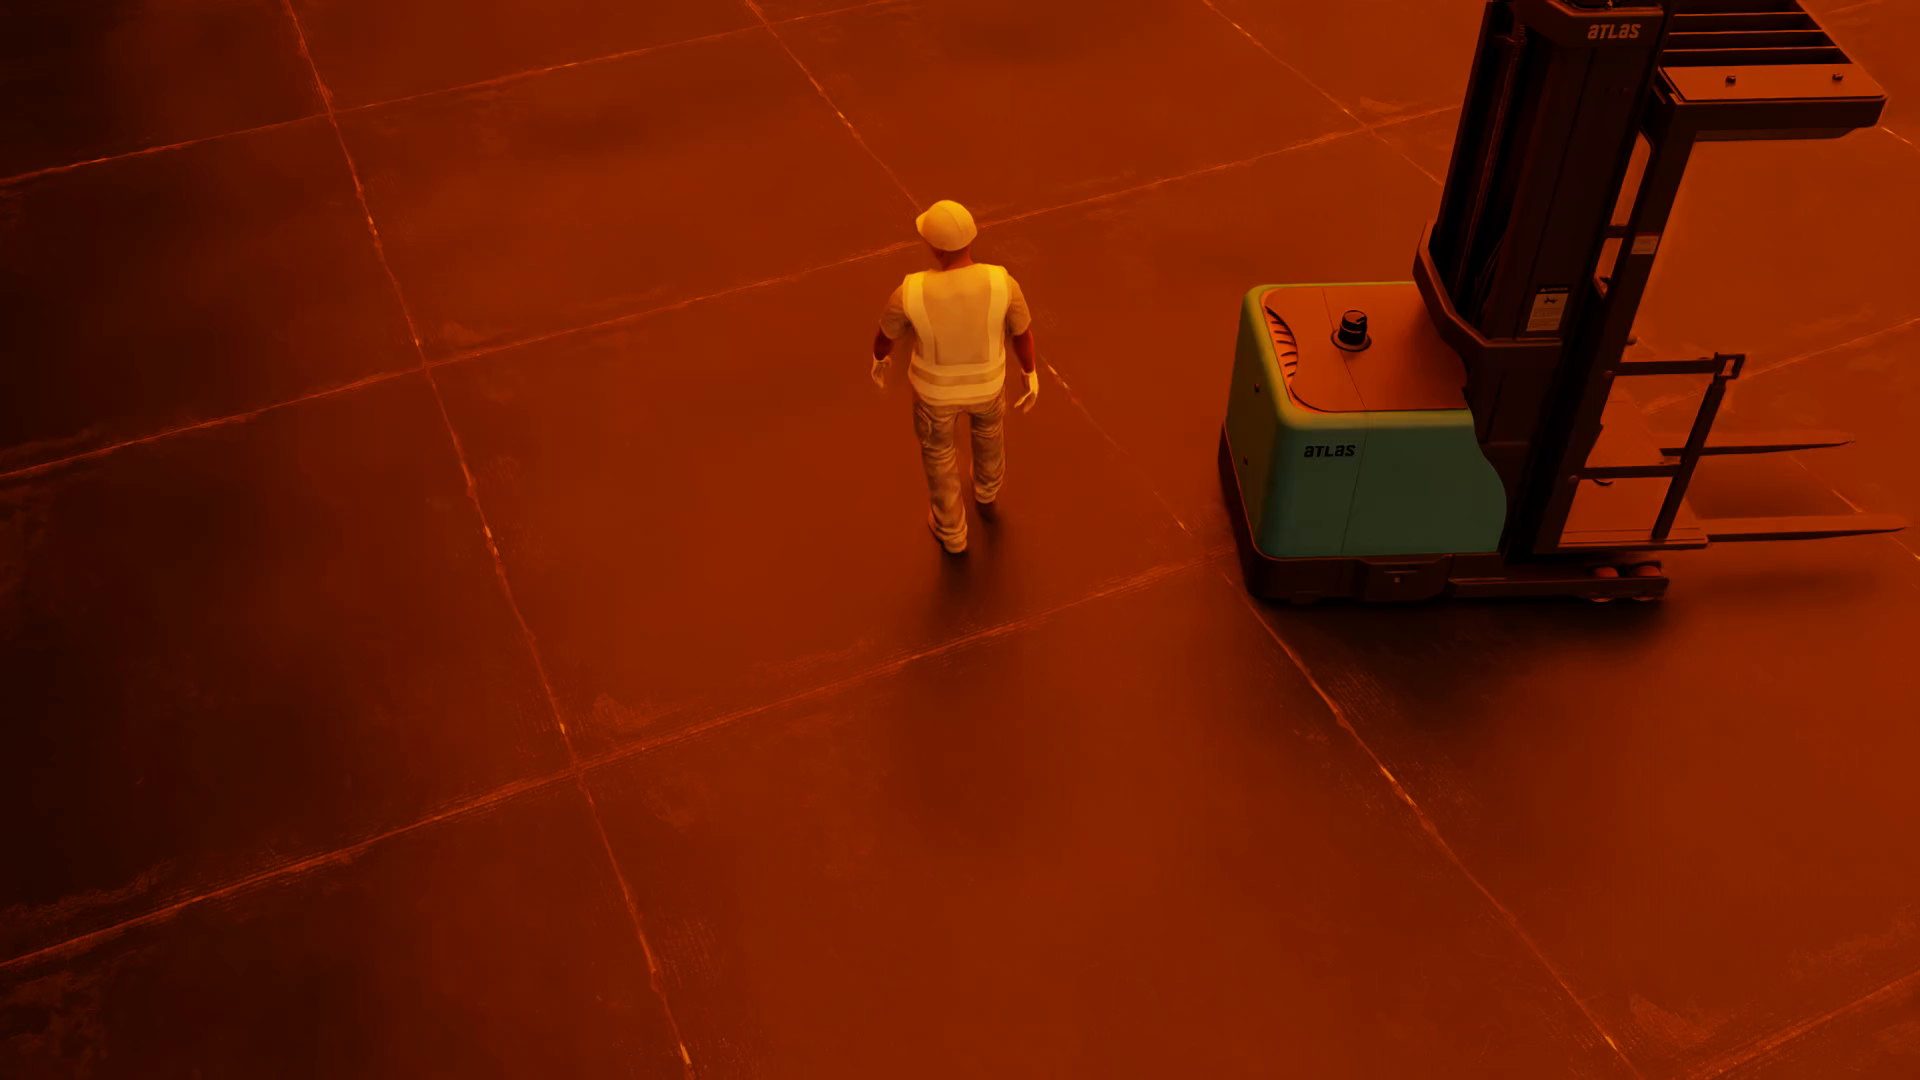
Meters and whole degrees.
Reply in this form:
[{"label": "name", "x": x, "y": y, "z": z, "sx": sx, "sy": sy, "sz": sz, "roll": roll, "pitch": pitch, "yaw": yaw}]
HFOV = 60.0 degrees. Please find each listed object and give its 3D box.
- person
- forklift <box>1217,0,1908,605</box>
[{"label": "person", "x": -0.036, "y": -0.789, "z": 7.388, "sx": 0.718, "sy": 1.770, "sz": 0.623, "roll": -7, "pitch": 43, "yaw": -7}, {"label": "forklift", "x": 2.791, "y": -1.153, "z": 6.915, "sx": 3.031, "sy": 2.935, "sz": 1.130, "roll": -2, "pitch": 43, "yaw": -2}]
